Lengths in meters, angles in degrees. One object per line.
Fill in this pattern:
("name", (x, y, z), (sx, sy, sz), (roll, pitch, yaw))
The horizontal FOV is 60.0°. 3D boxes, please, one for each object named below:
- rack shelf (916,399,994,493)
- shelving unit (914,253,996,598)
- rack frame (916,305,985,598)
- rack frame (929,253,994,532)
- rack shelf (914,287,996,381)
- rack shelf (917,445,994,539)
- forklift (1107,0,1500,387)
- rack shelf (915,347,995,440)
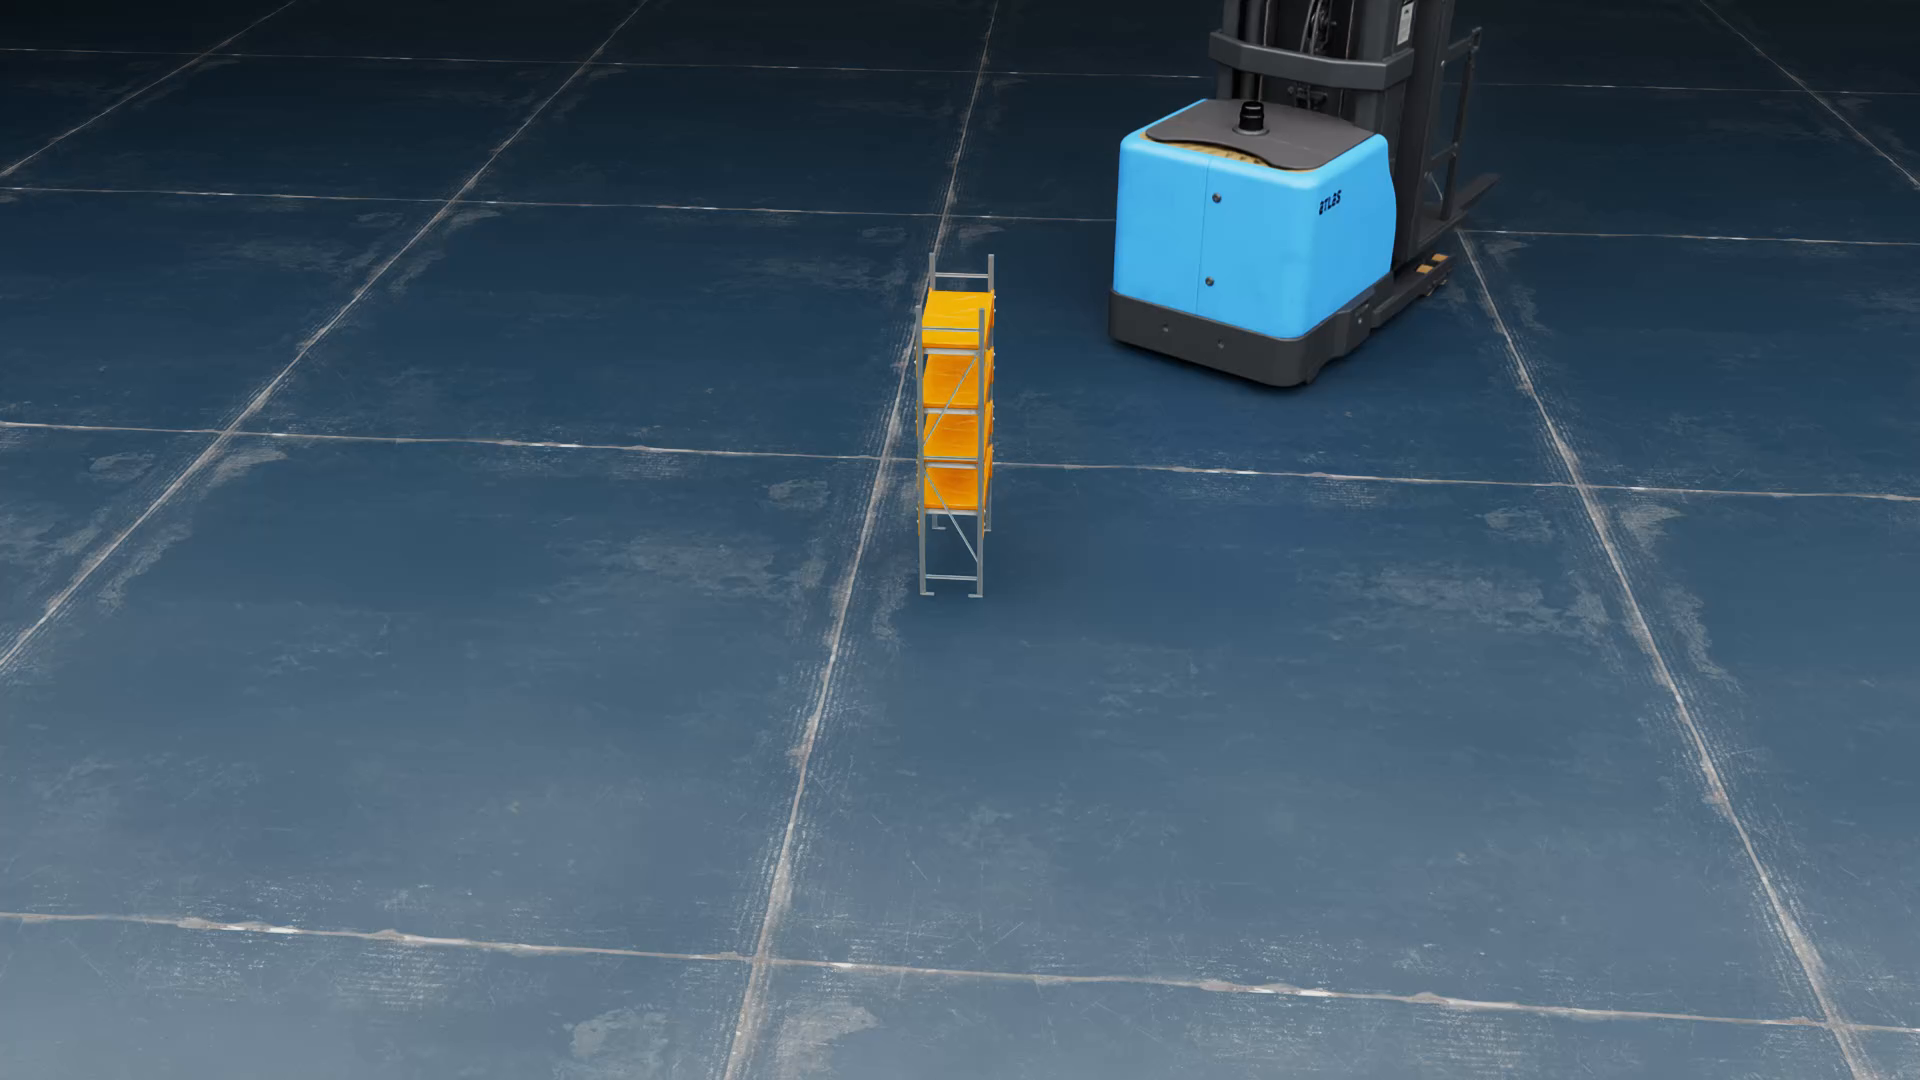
("rack shelf", (-0.013, -0.367, 6.330), (0.258, 0.148, 0.480), (2, 32, 4))
("shelving unit", (-0.013, -0.424, 6.295), (0.258, 1.200, 0.503), (2, 32, 4))
("rack frame", (-0.033, -0.297, 6.088), (0.240, 1.200, 0.015), (2, 32, 4))
("rack frame", (0.006, -0.552, 6.502), (0.240, 1.200, 0.015), (2, 32, 4))
("rack shelf", (-0.013, -0.759, 6.089), (0.258, 0.148, 0.480), (2, 32, 4))
("rack shelf", (-0.013, -0.198, 6.434), (0.258, 0.148, 0.480), (2, 32, 4))
("forklift", (2.018, -2.681, 8.307), (1.130, 2.935, 3.031), (21, 38, 31))
("rack shelf", (-0.013, -0.557, 6.213), (0.258, 0.148, 0.480), (2, 32, 4))
